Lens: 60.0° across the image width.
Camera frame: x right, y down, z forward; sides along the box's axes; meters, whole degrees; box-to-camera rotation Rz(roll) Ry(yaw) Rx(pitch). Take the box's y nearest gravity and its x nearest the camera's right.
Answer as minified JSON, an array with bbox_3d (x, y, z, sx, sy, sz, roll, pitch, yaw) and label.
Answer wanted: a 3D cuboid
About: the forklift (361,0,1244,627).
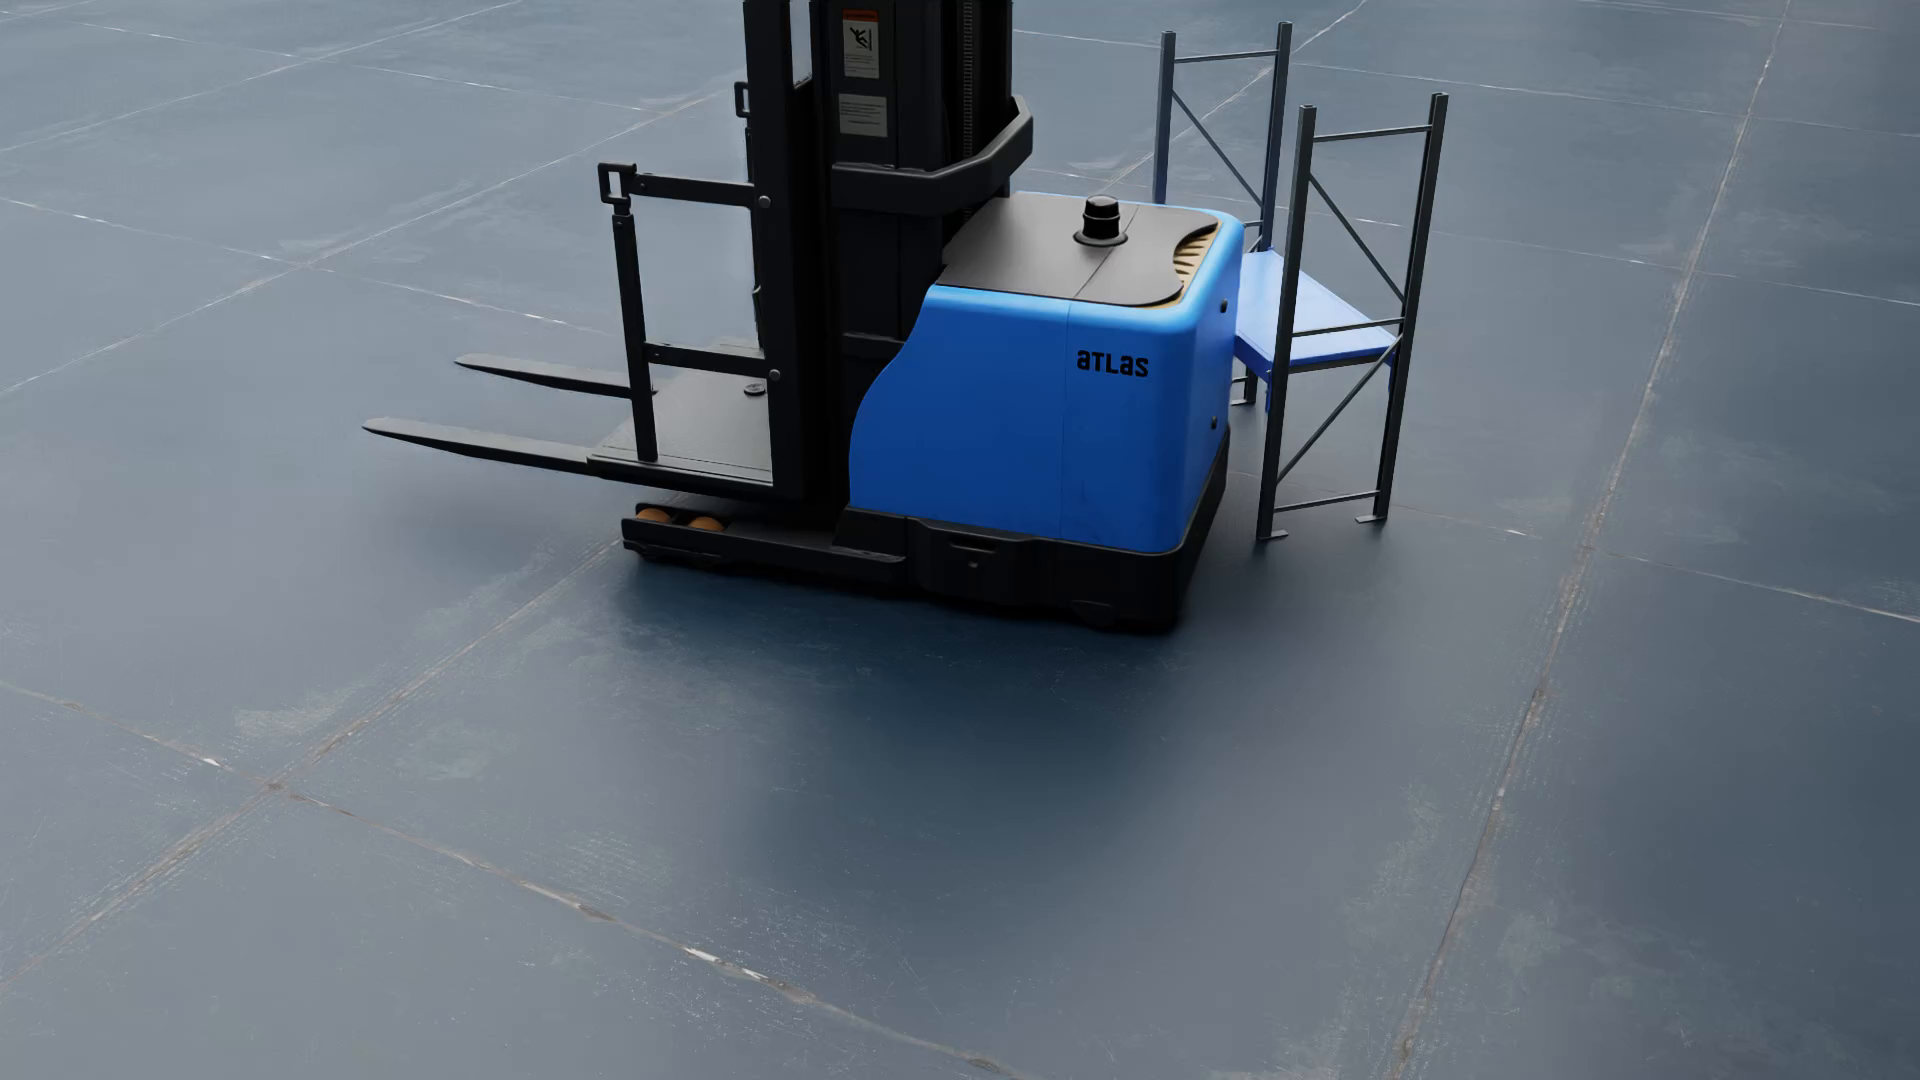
[{"bbox_3d":[-0.627,-1.419,5.277,3.031,2.935,1.130,9,31,15],"label":"forklift"}]

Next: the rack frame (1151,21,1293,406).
[{"bbox_3d":[0.953,-1.174,6.289,0.500,1.500,0.032,-9,31,-16],"label":"rack frame"}]

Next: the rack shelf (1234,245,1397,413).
[{"bbox_3d":[1.110,-0.778,5.960,0.538,0.185,1.000,-9,31,-16],"label":"rack shelf"}]

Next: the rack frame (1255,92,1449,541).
[{"bbox_3d":[1.268,-0.693,5.451,0.500,1.500,0.032,-9,31,-16],"label":"rack frame"}]

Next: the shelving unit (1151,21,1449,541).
[{"bbox_3d":[1.110,-0.934,5.870,0.538,1.500,1.048,-9,31,-16],"label":"shelving unit"}]
